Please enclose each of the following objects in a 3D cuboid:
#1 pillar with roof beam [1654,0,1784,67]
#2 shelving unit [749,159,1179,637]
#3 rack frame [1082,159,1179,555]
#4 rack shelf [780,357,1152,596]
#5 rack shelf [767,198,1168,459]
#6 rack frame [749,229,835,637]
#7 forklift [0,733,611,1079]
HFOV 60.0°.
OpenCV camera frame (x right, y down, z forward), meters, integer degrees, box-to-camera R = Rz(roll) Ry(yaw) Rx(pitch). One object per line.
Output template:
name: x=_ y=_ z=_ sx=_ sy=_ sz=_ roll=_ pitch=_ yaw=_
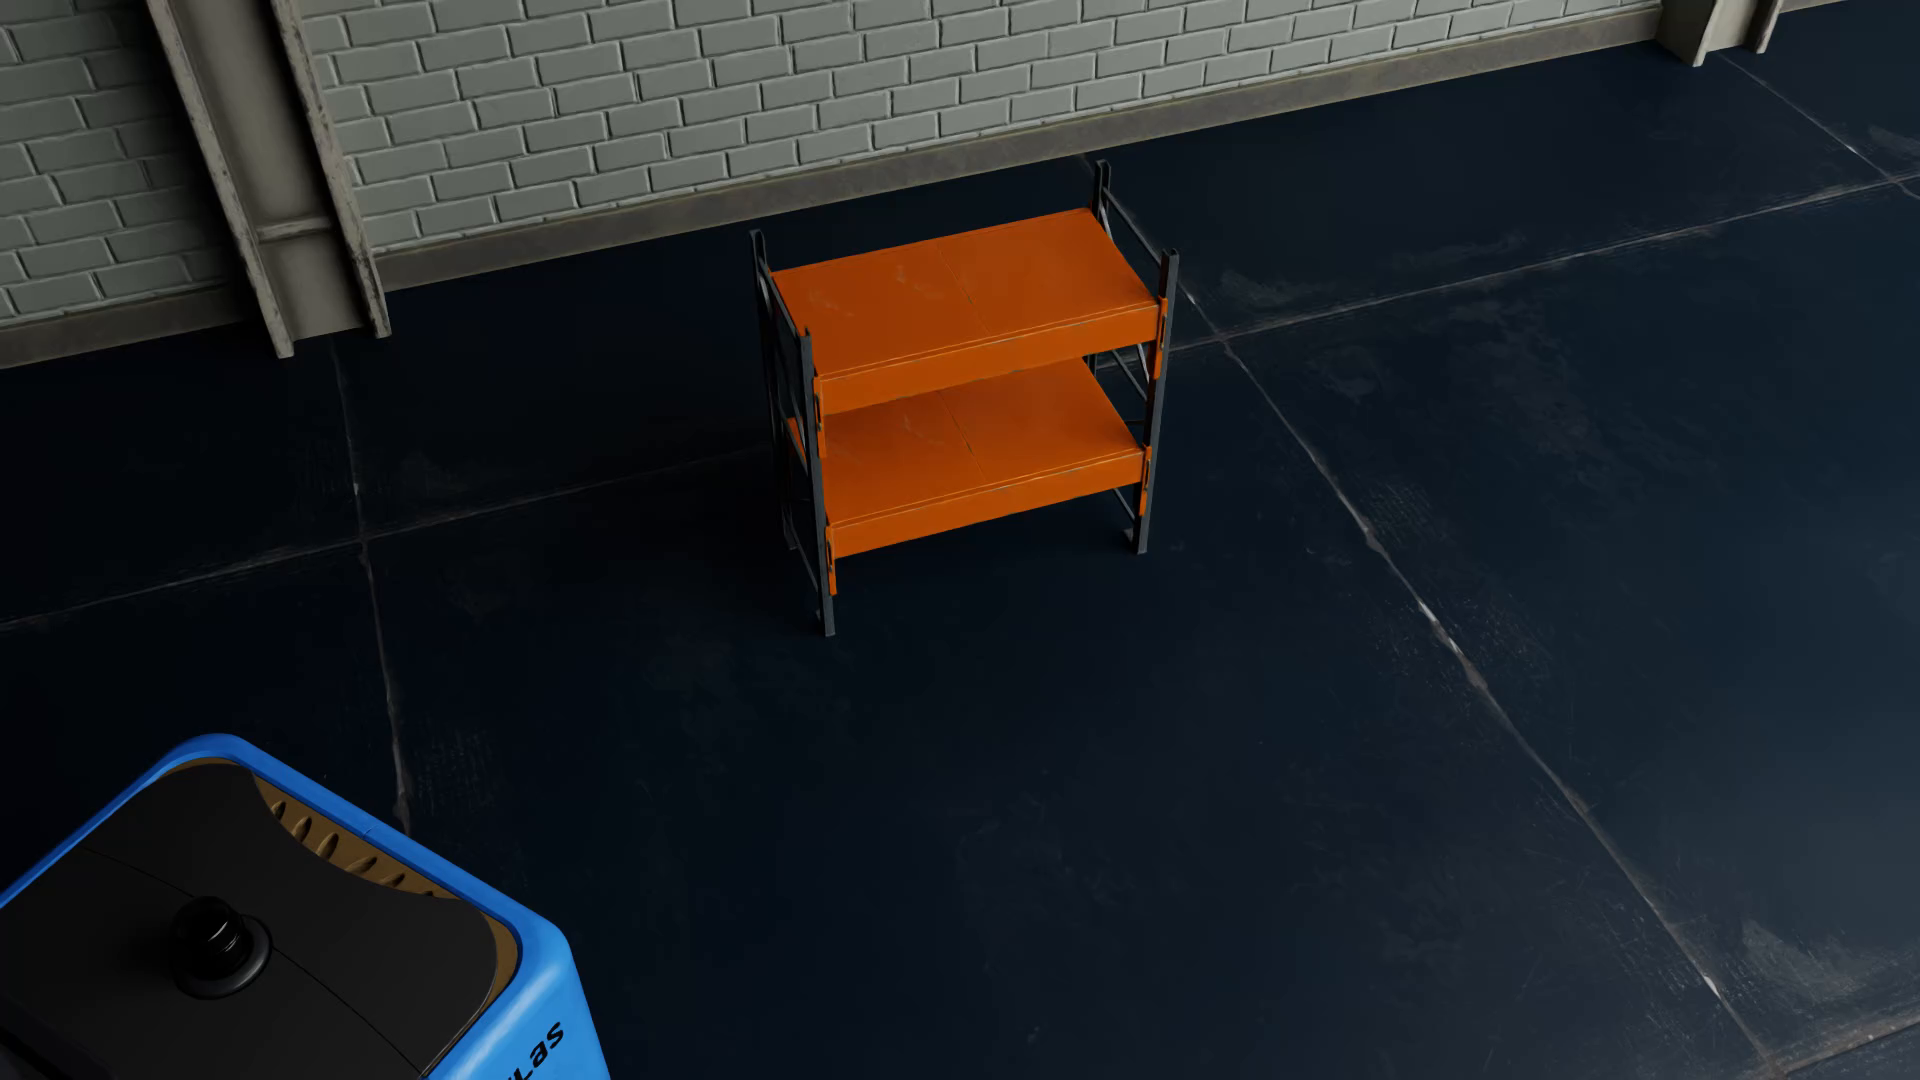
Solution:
pillar with roof beam: x=4.822 y=-2.542 z=1.430 sx=0.400 sy=9.000 sz=9.100 roll=-14 pitch=47 yaw=-14
shelving unit: x=0.006 y=-0.399 z=4.853 sx=1.048 sy=1.125 sz=0.538 roll=-14 pitch=47 yaw=-14
rack frame: x=0.485 y=-0.521 z=4.975 sx=0.032 sy=1.125 sz=0.500 roll=-14 pitch=47 yaw=-14
rack shelf: x=0.006 y=-0.226 z=5.026 sx=1.000 sy=0.278 sz=0.538 roll=-14 pitch=47 yaw=-14
rack shelf: x=0.006 y=-0.605 z=4.646 sx=1.000 sy=0.278 sz=0.538 roll=-14 pitch=47 yaw=-14
rack frame: x=-0.472 y=-0.276 z=4.731 sx=0.032 sy=1.125 sz=0.500 roll=-14 pitch=47 yaw=-14
forklift: x=-1.892 y=1.160 z=2.024 sx=1.130 sy=2.935 sz=3.031 roll=23 pitch=50 yaw=22
